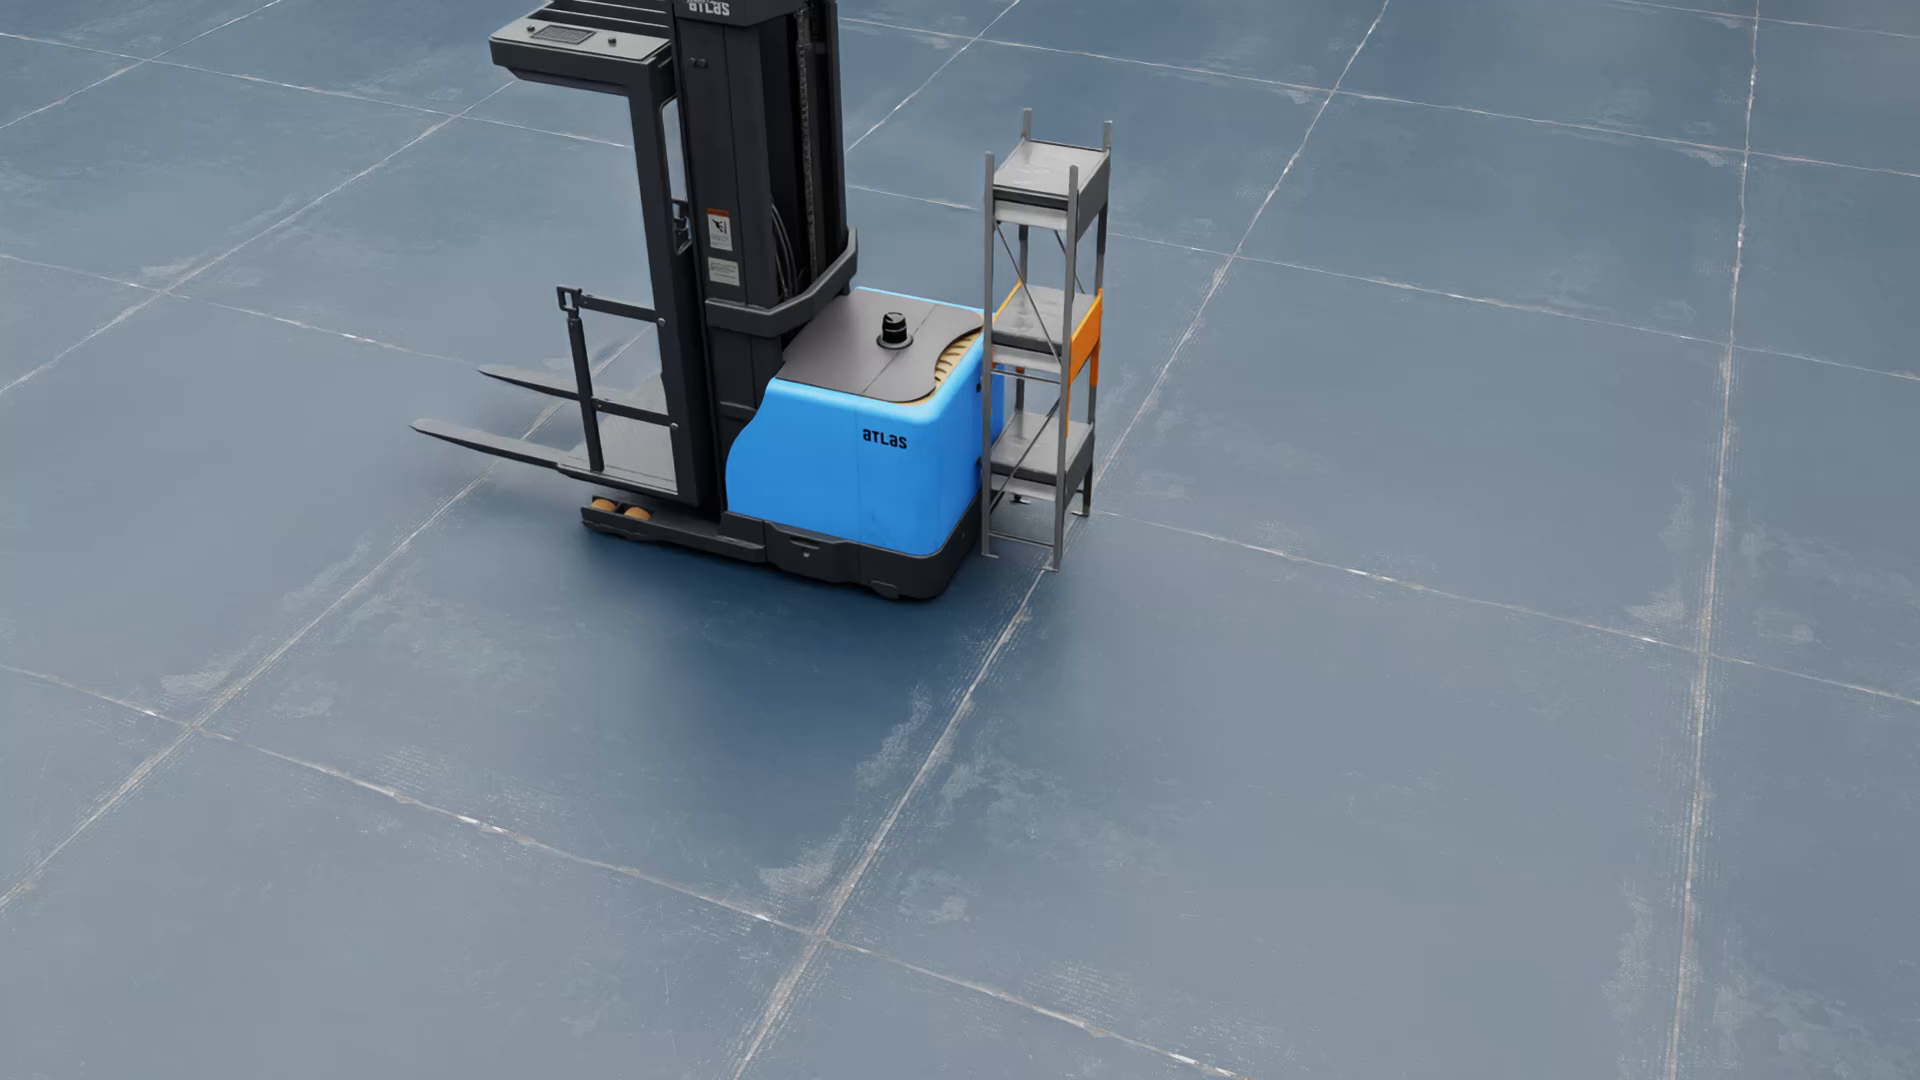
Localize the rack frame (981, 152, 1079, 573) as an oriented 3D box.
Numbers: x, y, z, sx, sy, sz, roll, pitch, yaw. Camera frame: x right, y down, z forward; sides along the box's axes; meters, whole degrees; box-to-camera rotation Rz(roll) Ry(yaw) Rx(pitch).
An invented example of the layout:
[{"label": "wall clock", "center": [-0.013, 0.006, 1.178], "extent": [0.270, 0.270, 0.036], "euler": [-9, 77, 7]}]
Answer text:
[{"label": "rack frame", "center": [0.295, -0.725, 7.466], "extent": [0.400, 2.100, 0.015], "euler": [13, 39, 16]}]

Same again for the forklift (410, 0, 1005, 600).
[{"label": "forklift", "center": [-1.339, -1.447, 7.738], "extent": [3.031, 2.935, 1.130], "euler": [13, 39, 17]}]

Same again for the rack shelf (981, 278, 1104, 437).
[{"label": "rack shelf", "center": [0.380, -0.851, 7.658], "extent": [0.431, 0.518, 0.480], "euler": [13, 39, 16]}]

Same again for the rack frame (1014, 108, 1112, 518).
[{"label": "rack frame", "center": [0.465, -0.999, 7.833], "extent": [0.400, 2.100, 0.015], "euler": [13, 39, 16]}]

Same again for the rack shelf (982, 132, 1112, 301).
[{"label": "rack shelf", "center": [0.380, -1.412, 7.239], "extent": [0.431, 0.518, 0.480], "euler": [13, 39, 16]}]

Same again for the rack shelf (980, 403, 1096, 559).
[{"label": "rack shelf", "center": [0.380, -0.291, 8.077], "extent": [0.431, 0.518, 0.480], "euler": [13, 39, 16]}]

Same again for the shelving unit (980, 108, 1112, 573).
[{"label": "shelving unit", "center": [0.380, -0.862, 7.650], "extent": [0.431, 2.100, 0.503], "euler": [13, 39, 16]}]
